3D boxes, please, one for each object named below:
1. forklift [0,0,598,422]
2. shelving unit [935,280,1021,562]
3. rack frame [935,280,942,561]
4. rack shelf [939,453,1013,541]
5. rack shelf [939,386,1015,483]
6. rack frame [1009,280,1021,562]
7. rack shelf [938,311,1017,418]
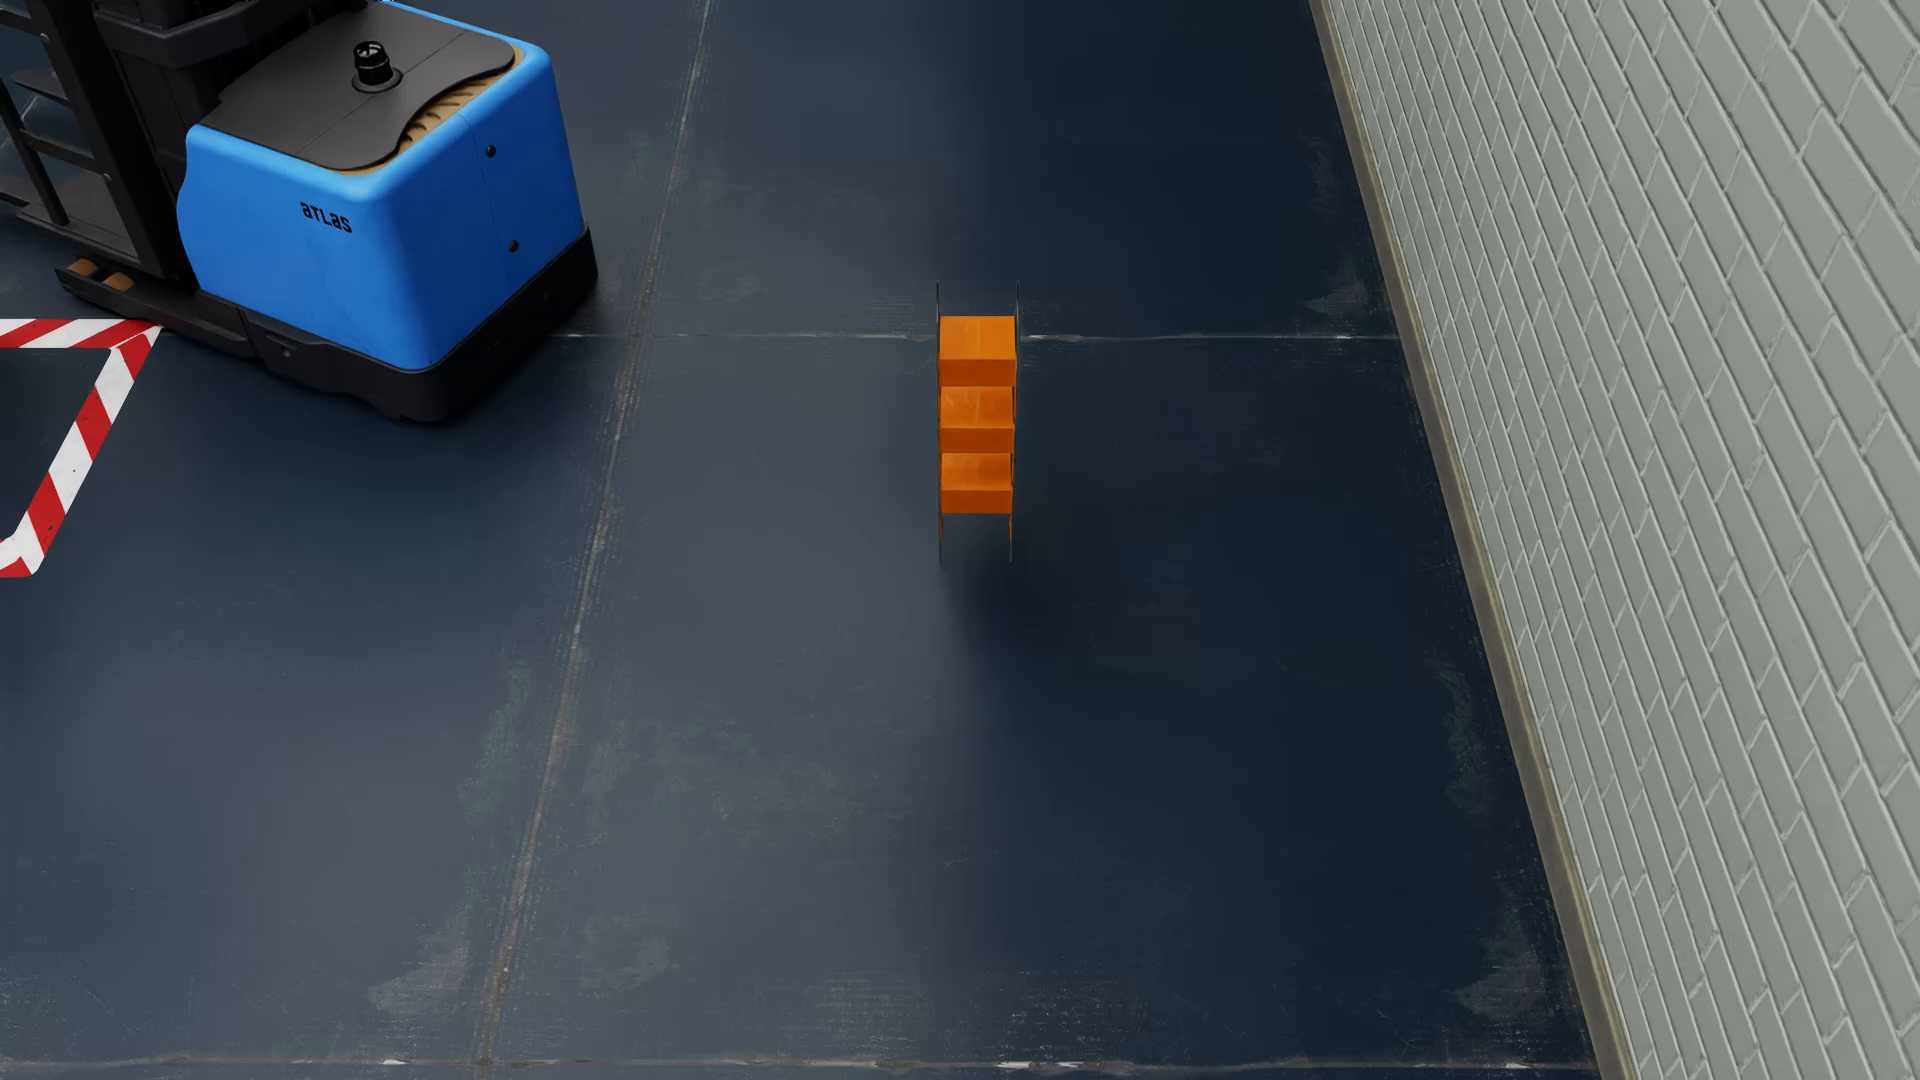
[{"bbox_3d":[-2.990,-2.204,5.800,3.031,2.935,1.130,21,50,18],"label":"forklift"},{"bbox_3d":[0.054,-0.358,5.366,0.252,1.050,0.215,0,47,0],"label":"shelving unit"},{"bbox_3d":[-0.068,-0.358,5.366,0.008,1.050,0.200,0,47,0],"label":"rack frame"},{"bbox_3d":[0.054,-0.161,5.577,0.240,0.259,0.215,0,47,0],"label":"rack shelf"},{"bbox_3d":[0.054,-0.350,5.373,0.240,0.259,0.215,0,47,0],"label":"rack shelf"},{"bbox_3d":[0.176,-0.357,5.365,0.008,1.050,0.200,0,47,0],"label":"rack frame"},{"bbox_3d":[0.054,-0.544,5.166,0.240,0.259,0.215,0,47,0],"label":"rack shelf"}]
